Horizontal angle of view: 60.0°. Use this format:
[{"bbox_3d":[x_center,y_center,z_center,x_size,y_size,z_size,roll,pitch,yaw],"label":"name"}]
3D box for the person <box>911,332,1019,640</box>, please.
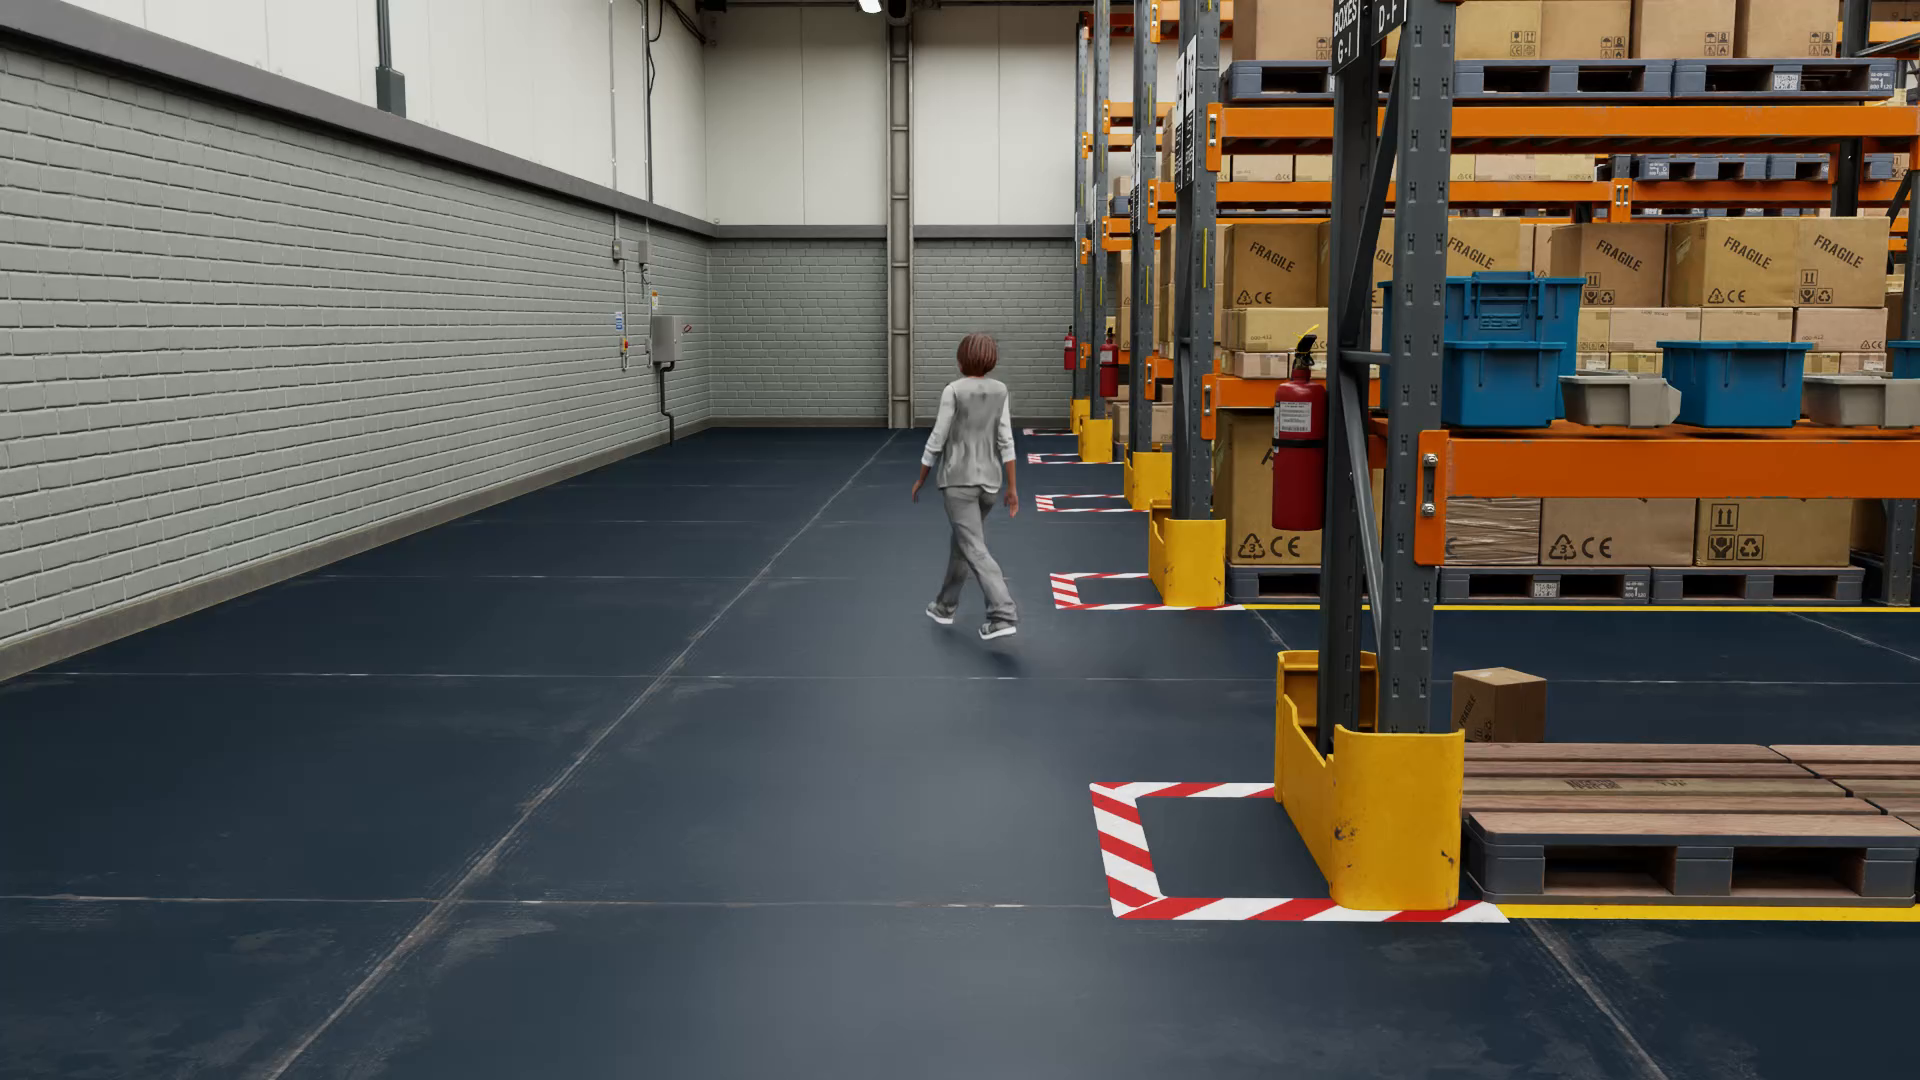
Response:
[{"bbox_3d":[0.020,-0.284,8.452,0.429,1.530,0.979,-5,9,-35],"label":"person"}]
